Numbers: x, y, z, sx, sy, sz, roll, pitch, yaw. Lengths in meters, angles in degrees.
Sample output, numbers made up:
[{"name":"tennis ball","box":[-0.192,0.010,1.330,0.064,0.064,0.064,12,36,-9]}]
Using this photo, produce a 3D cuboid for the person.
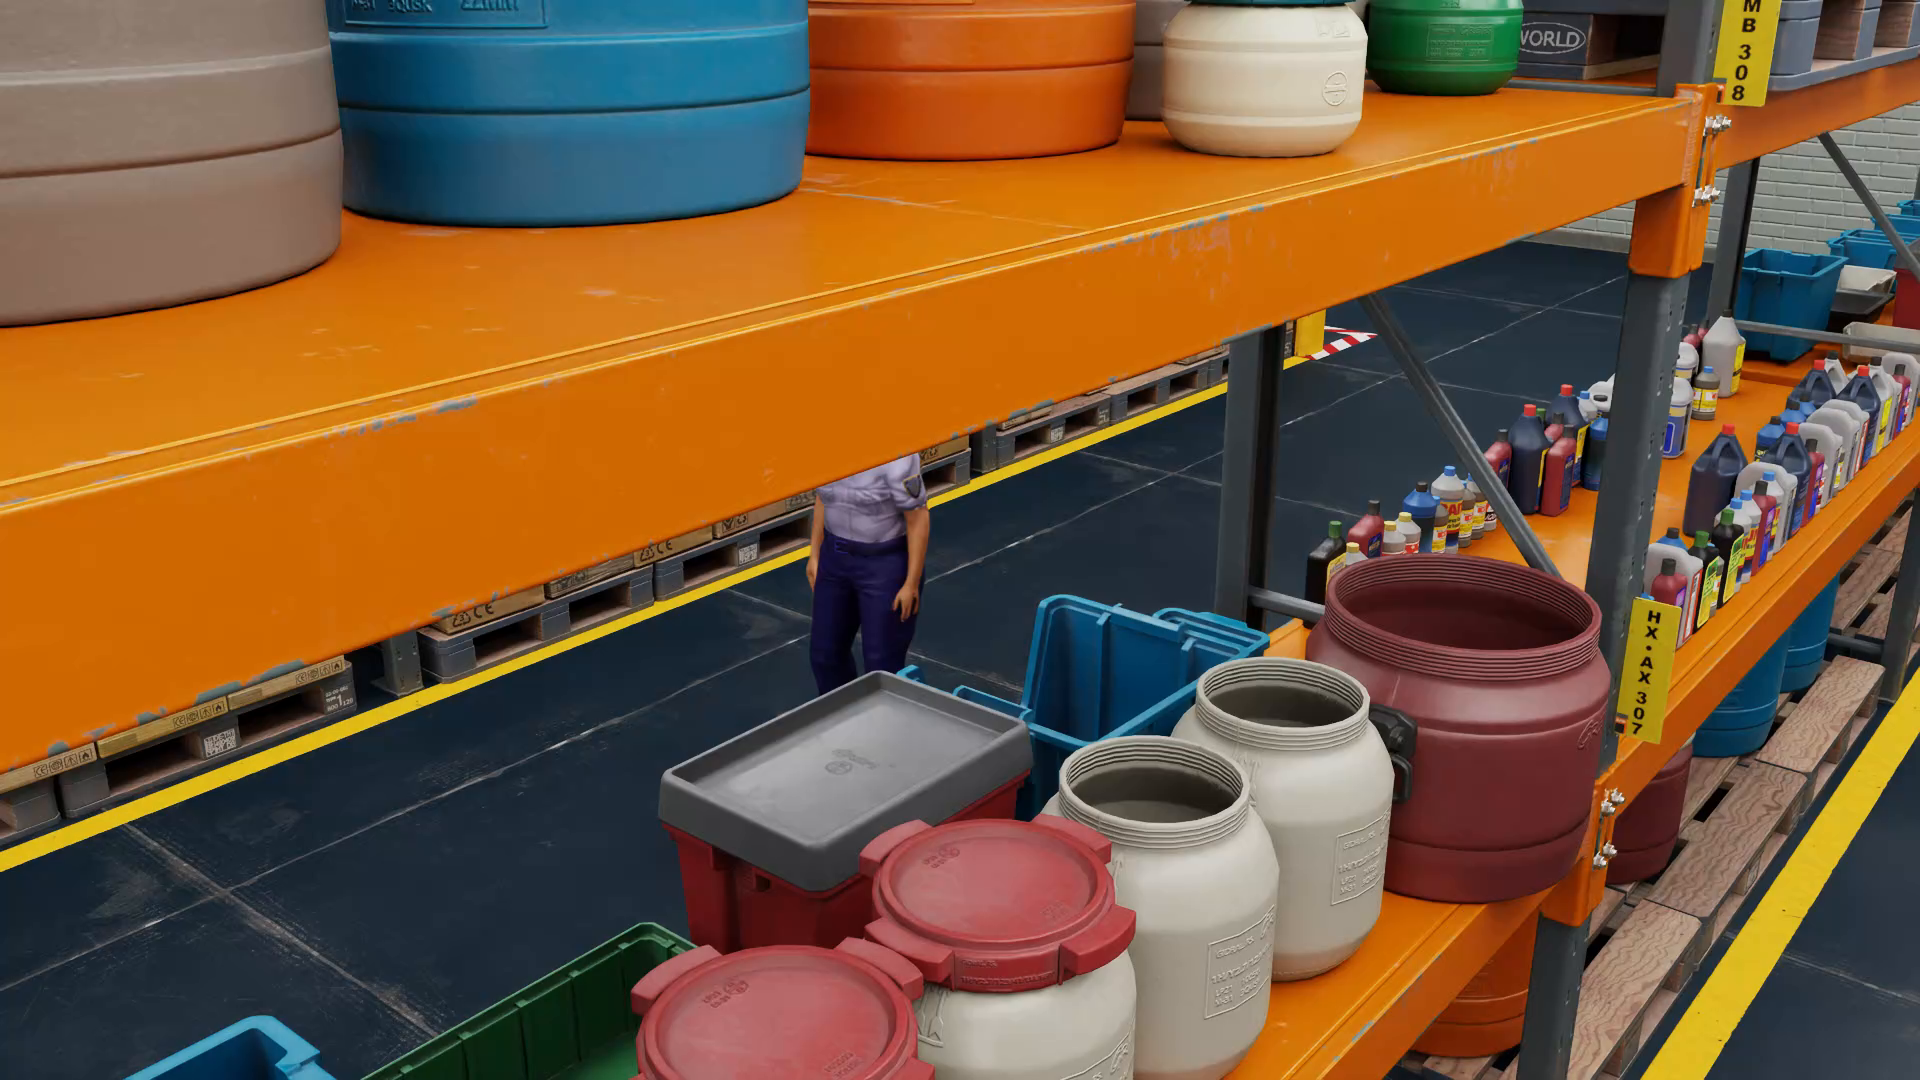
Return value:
[{"name":"person","box":[-0.365,0.127,6.247,0.548,1.650,0.374,15,25,34]}]
